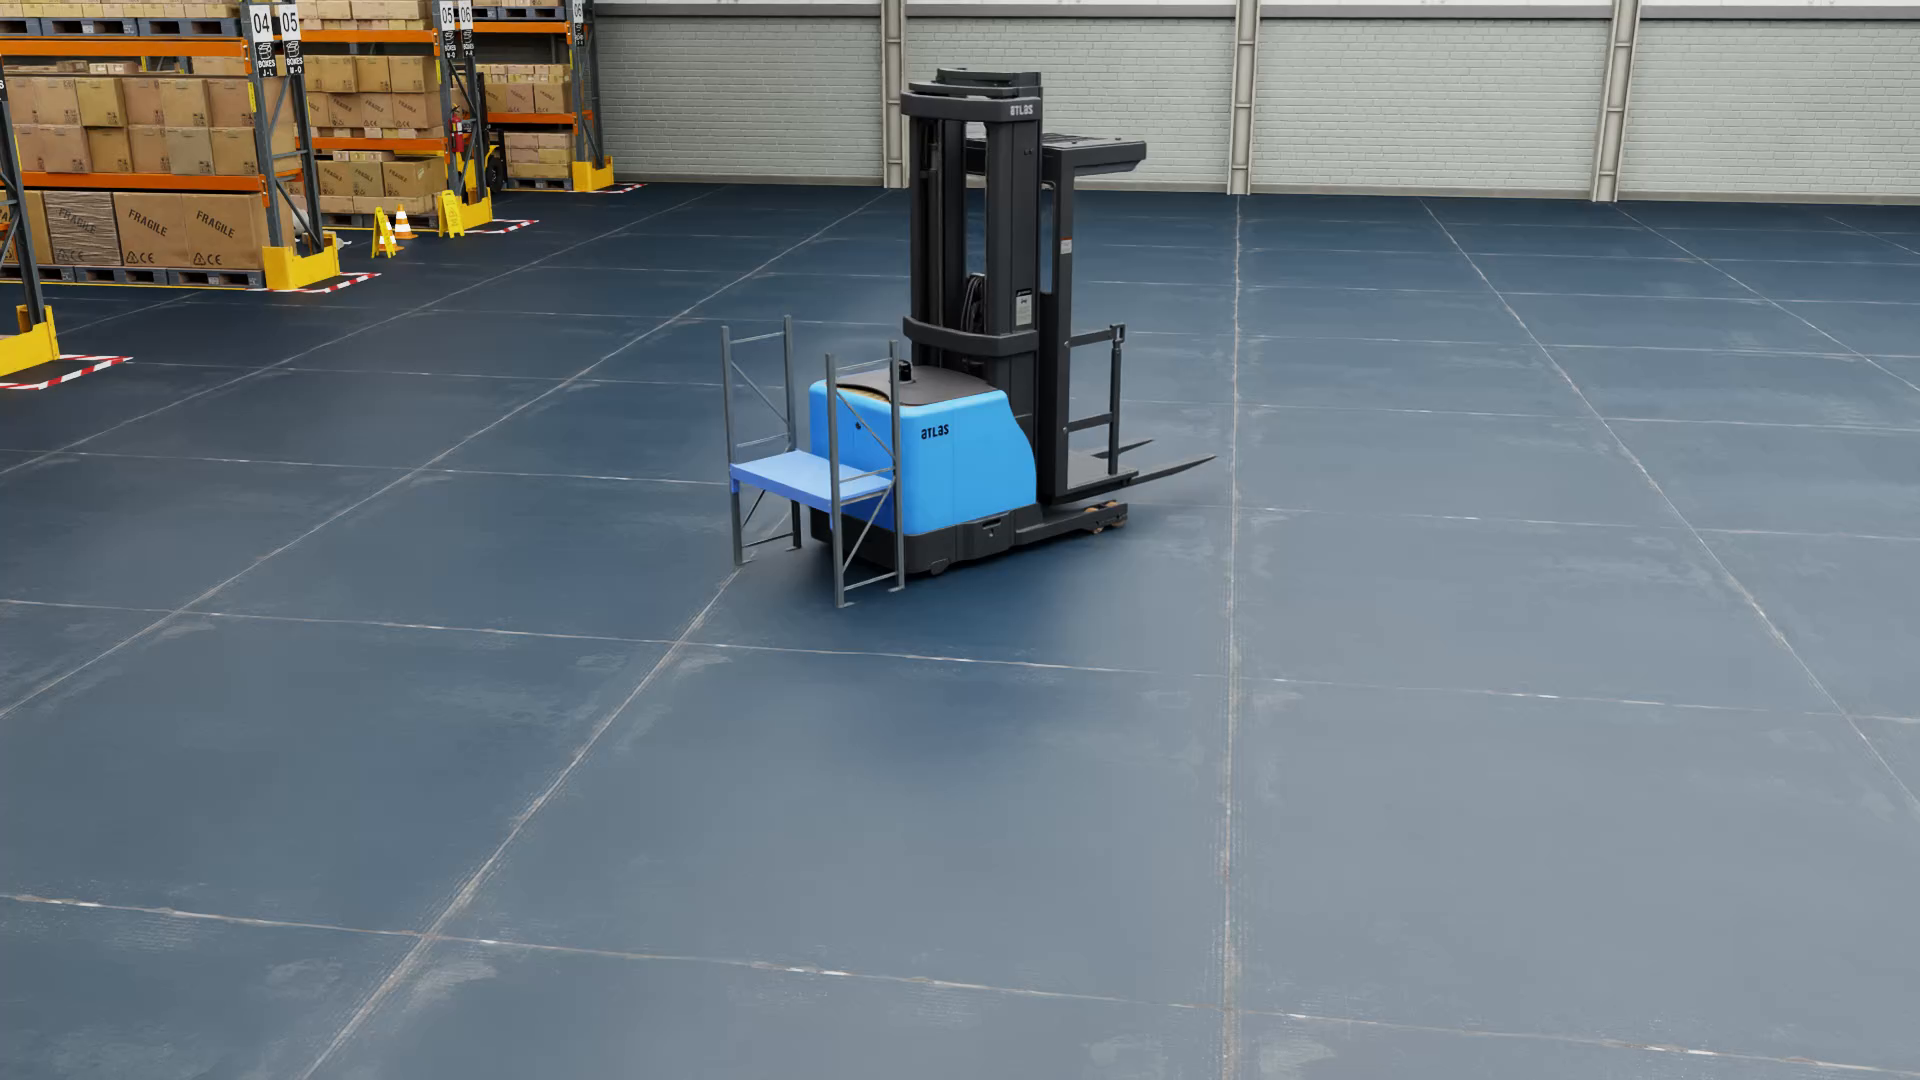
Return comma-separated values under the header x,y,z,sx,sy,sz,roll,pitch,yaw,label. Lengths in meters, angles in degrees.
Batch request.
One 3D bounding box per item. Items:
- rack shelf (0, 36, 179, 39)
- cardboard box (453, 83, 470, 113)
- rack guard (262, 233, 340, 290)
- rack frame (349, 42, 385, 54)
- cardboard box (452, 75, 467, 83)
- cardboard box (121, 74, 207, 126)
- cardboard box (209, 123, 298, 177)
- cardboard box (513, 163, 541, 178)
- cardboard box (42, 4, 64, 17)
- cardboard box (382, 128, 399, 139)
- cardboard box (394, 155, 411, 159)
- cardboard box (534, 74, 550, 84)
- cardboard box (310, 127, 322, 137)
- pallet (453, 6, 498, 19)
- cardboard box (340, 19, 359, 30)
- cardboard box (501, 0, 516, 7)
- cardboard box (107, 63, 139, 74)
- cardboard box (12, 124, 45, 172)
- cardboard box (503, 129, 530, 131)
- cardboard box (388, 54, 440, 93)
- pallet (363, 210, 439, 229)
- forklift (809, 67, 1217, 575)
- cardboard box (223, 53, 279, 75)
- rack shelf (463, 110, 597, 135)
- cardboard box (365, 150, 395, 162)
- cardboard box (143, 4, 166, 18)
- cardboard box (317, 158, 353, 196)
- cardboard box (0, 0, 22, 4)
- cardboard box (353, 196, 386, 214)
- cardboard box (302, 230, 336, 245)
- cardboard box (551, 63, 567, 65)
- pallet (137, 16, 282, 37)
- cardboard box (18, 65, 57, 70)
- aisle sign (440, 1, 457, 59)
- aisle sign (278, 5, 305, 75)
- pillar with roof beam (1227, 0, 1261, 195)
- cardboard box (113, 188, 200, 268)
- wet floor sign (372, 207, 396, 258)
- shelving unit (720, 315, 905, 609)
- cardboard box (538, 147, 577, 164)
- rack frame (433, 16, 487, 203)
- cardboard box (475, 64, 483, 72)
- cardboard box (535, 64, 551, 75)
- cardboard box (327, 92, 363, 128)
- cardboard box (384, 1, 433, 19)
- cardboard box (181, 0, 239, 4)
x,y,z,sx,sy,sz,roll,pitch,yaw,label
-13.218,-7.501,24.900,4.000,0.370,1.077,3,19,9,rack shelf
-8.553,-7.739,29.048,0.500,0.500,0.500,3,19,9,cardboard box
-7.956,-3.375,20.102,0.348,0.500,1.175,3,19,9,rack guard
-10.460,-7.874,29.609,0.127,3.000,1.000,3,19,9,rack frame
-8.664,-8.047,28.945,0.250,0.149,0.380,3,19,8,cardboard box
-9.429,-5.245,19.814,0.550,0.550,0.875,3,19,9,cardboard box
-8.353,-4.637,19.699,0.550,0.550,0.875,3,19,9,cardboard box
-7.514,-6.521,29.235,0.500,0.250,0.500,3,19,9,cardboard box
-10.366,-6.125,19.229,0.250,0.149,0.380,3,19,9,cardboard box
-8.215,-5.948,24.248,0.250,0.149,0.380,3,19,8,cardboard box
-8.587,-5.522,25.068,0.500,0.500,0.500,2,19,7,cardboard box
-7.155,-7.961,28.689,0.250,0.149,0.380,3,19,10,cardboard box
-9.469,-6.012,24.440,0.250,0.149,0.380,3,19,8,cardboard box
-8.413,-9.158,28.857,1.213,0.211,1.003,3,19,9,pallet
-8.692,-7.409,23.887,0.250,0.149,0.380,3,19,8,cardboard box
-7.627,-9.237,28.349,0.258,0.266,0.396,3,19,9,cardboard box
-12.418,-6.997,24.678,0.250,0.149,0.380,2,19,7,cardboard box
-11.016,-4.799,20.181,0.550,0.550,0.875,3,19,9,cardboard box
-7.941,-7.178,29.625,0.500,0.250,0.500,3,19,8,cardboard box
-7.833,-6.737,24.010,0.500,0.500,0.700,2,19,7,cardboard box
-8.166,-4.851,24.968,1.213,0.211,1.003,3,19,9,pallet
0.484,-1.548,10.810,3.031,2.935,1.130,-16,24,-39,forklift
-10.343,-6.859,24.373,0.500,0.500,0.700,3,19,9,cardboard box
-8.485,-7.432,29.422,4.000,0.370,1.077,3,19,9,rack shelf
-8.500,-5.632,24.376,0.250,0.149,0.380,3,19,10,cardboard box
-9.114,-6.061,19.038,0.250,0.149,0.380,3,19,9,cardboard box
-9.140,-5.380,24.644,0.500,0.500,0.500,2,19,7,cardboard box
-10.992,-6.365,19.319,0.500,0.250,0.500,3,19,8,cardboard box
-8.645,-4.998,24.684,0.500,0.250,0.500,3,19,9,cardboard box
-8.908,-4.199,23.117,0.250,0.149,0.380,14,23,37,cardboard box
-7.061,-8.286,29.190,0.250,0.149,0.380,4,19,11,cardboard box
-8.714,-5.976,19.349,1.213,0.211,1.003,3,19,9,pallet
-16.631,-8.363,30.252,0.500,0.500,0.700,3,19,8,cardboard box
-7.279,-7.256,23.666,0.004,0.787,0.394,3,19,9,aisle sign
-7.862,-5.885,19.567,0.004,0.787,0.394,3,19,9,aisle sign
4.110,-8.882,23.168,0.400,9.000,9.100,3,19,9,pillar with roof beam
-9.529,-3.810,20.150,0.875,0.875,0.875,3,19,8,cardboard box
-7.637,-4.064,21.932,0.232,0.644,0.267,0,19,-1,wet floor sign
-0.877,-0.489,9.889,0.538,1.500,1.048,-17,25,-39,shelving unit
-7.041,-6.732,29.078,0.500,0.250,0.500,3,19,8,cardboard box
-7.294,-6.118,24.359,0.127,3.000,1.000,3,19,9,rack frame
-8.413,-8.196,28.923,0.250,0.149,0.380,3,19,9,cardboard box
-7.146,-8.124,28.706,0.250,0.149,0.380,3,19,9,cardboard box
-8.861,-6.300,24.278,0.500,0.500,0.500,3,19,8,cardboard box
-7.842,-7.551,23.684,0.500,0.250,0.500,3,19,8,cardboard box
-8.507,-6.238,18.939,0.500,0.250,0.500,3,19,9,cardboard box
